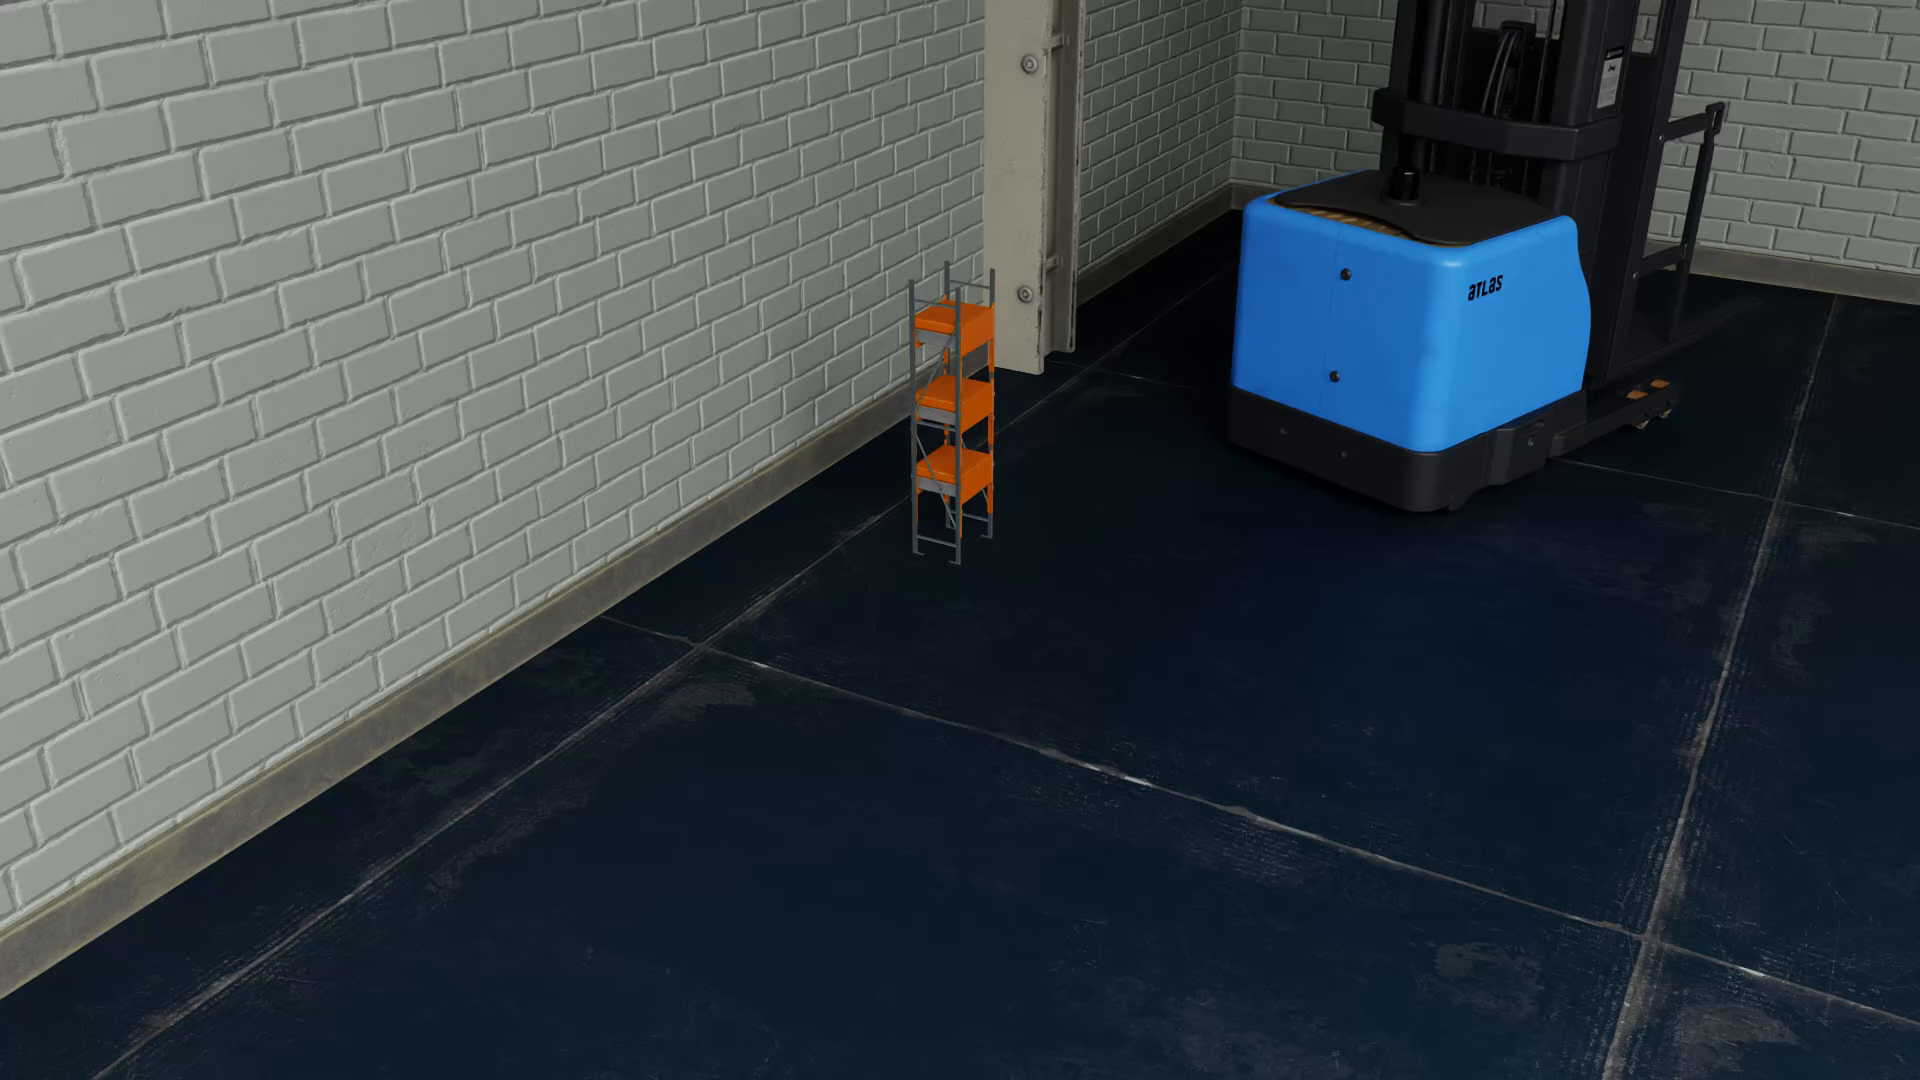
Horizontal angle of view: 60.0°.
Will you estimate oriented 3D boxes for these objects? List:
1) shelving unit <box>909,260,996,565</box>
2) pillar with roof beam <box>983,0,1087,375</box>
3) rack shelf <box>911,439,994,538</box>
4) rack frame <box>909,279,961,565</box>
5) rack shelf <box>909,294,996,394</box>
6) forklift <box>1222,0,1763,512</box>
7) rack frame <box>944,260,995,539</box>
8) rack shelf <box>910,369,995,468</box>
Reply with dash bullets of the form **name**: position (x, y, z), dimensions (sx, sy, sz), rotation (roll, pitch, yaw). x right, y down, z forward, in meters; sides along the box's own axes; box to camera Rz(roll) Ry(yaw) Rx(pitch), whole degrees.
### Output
- **shelving unit**: position (-0.026, -0.449, 5.973), dimensions (0.215, 1.050, 0.252), rotation (14, 30, 26)
- **pillar with roof beam**: position (4.081, -3.961, 4.110), dimensions (9.100, 9.000, 0.400), rotation (14, 30, 26)
- **rack shelf**: position (-0.026, -0.191, 6.102), dimensions (0.215, 0.259, 0.240), rotation (14, 30, 26)
- **rack frame**: position (-0.086, -0.401, 5.878), dimensions (0.200, 1.050, 0.008), rotation (14, 30, 26)
- **rack shelf**: position (-0.026, -0.693, 5.851), dimensions (0.215, 0.259, 0.240), rotation (14, 30, 26)
- **forklift**: position (2.543, -1.952, 6.875), dimensions (3.031, 2.935, 1.130), rotation (-21, 33, -36)
- **rack frame**: position (0.034, -0.496, 6.068), dimensions (0.200, 1.050, 0.008), rotation (14, 30, 26)
- **rack shelf**: position (-0.026, -0.439, 5.978), dimensions (0.215, 0.259, 0.240), rotation (14, 30, 26)
